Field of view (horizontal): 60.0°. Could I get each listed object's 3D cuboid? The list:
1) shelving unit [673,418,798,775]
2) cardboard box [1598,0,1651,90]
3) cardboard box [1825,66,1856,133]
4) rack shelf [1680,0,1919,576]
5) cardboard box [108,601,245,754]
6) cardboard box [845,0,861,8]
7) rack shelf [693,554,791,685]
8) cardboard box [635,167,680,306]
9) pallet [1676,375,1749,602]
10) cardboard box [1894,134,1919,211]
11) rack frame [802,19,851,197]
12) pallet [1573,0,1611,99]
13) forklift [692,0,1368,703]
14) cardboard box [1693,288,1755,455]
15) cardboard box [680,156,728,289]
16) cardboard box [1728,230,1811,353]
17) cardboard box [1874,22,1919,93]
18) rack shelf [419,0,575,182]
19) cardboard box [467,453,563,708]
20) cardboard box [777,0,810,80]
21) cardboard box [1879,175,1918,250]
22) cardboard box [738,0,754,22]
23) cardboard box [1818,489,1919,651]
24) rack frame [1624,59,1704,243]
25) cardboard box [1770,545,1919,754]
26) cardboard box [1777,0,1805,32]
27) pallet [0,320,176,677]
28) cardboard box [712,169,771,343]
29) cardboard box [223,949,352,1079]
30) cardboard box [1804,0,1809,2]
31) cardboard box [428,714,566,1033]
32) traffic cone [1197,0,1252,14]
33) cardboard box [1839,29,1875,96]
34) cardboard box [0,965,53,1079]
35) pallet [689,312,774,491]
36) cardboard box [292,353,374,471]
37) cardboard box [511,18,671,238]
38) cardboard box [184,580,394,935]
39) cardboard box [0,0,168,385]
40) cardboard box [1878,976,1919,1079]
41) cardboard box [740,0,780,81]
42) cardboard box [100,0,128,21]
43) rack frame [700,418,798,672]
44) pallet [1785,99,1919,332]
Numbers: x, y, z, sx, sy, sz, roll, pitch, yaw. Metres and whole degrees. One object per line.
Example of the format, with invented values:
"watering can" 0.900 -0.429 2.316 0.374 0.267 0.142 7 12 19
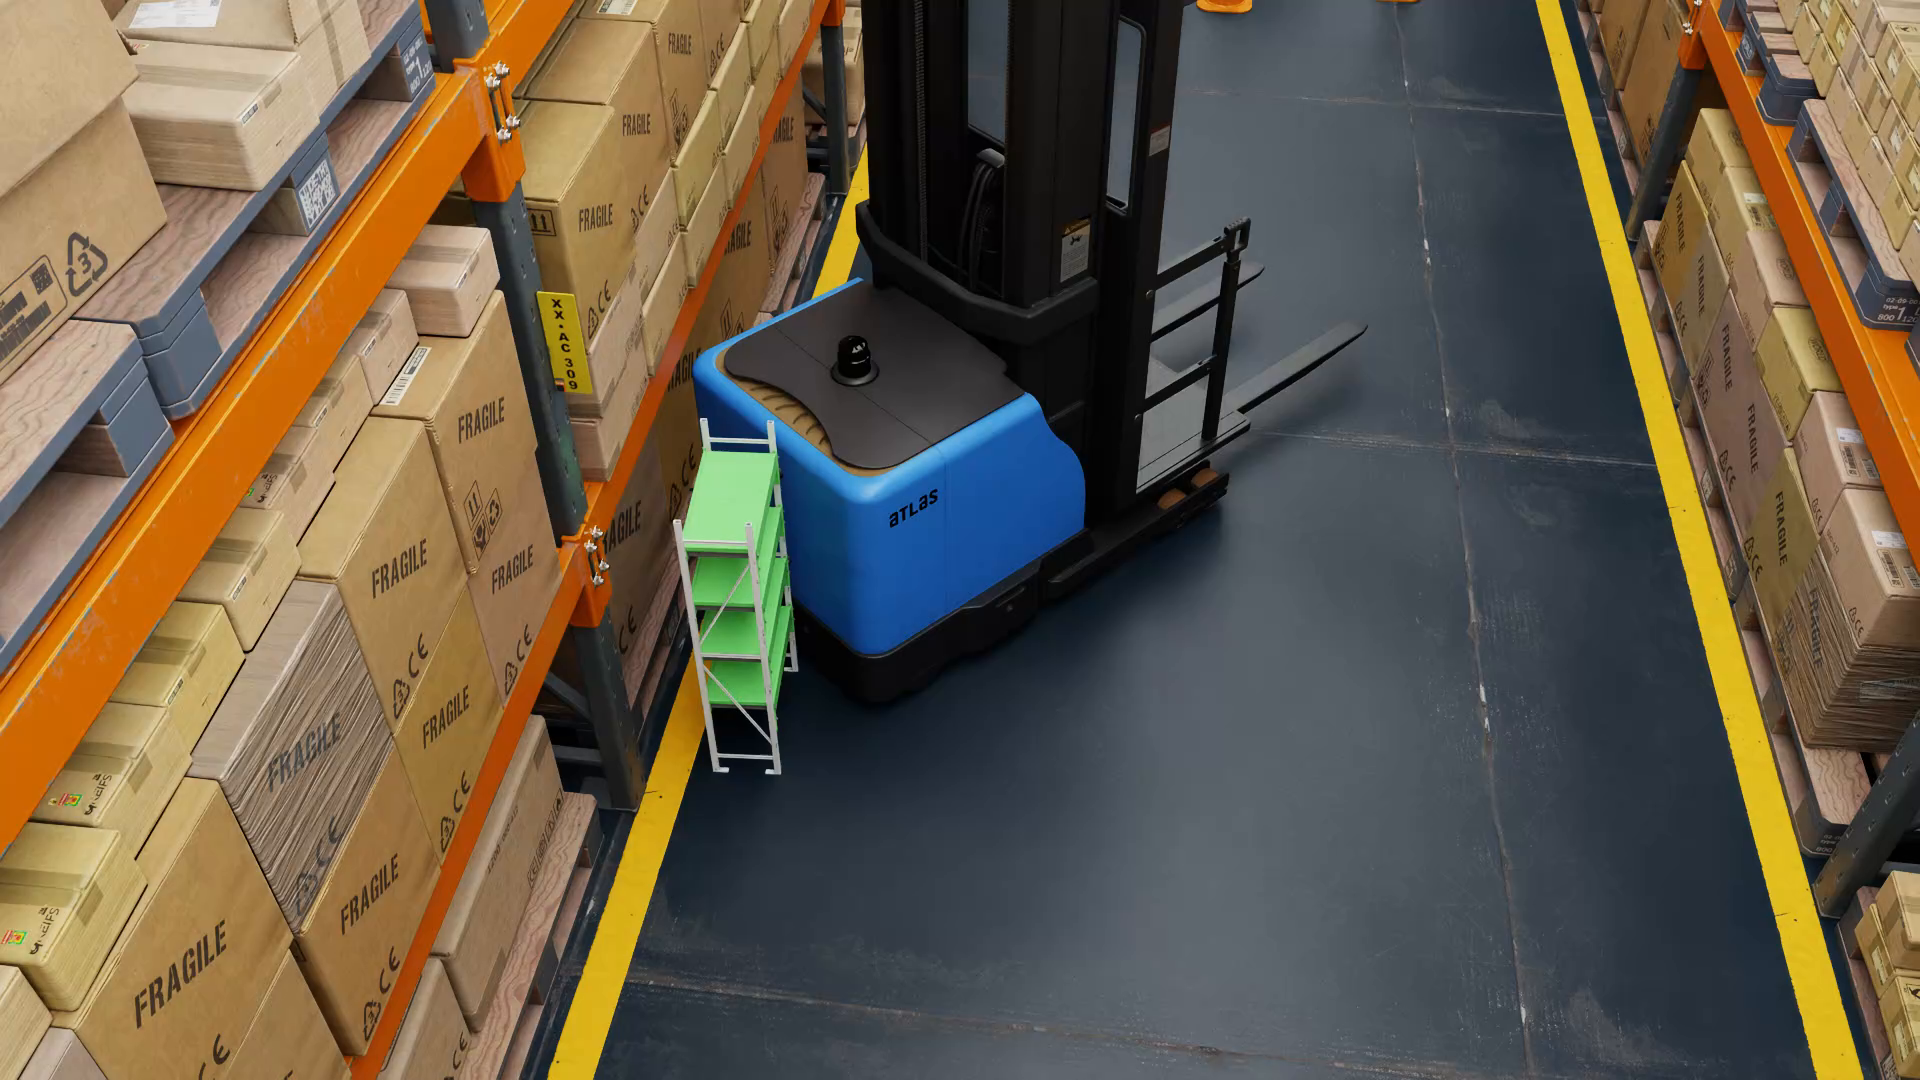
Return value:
"shelving unit" -0.739 0.216 5.649 0.258 1.200 0.503 2 43 2
"cardboard box" 4.128 -2.912 8.975 1.050 0.750 0.750 6 44 6
"cardboard box" 3.449 -1.616 6.152 0.380 0.149 0.250 7 44 7
"rack shelf" 3.582 -0.950 6.094 1.077 0.370 4.000 5 44 6
"cardboard box" -1.559 0.241 3.043 0.380 0.149 0.250 4 44 5
"cardboard box" -0.900 -3.041 9.386 0.950 0.372 0.625 4 44 5
"rack shelf" -0.739 0.263 5.693 0.258 0.148 0.480 2 43 2
"cardboard box" -1.224 -0.988 5.357 0.500 0.250 0.500 6 44 6
"pallet" 3.578 -0.200 6.807 1.003 0.211 1.213 5 44 6
"cardboard box" 3.345 -1.205 5.502 0.380 0.149 0.250 5 44 6
"rack frame" -1.074 -2.955 7.689 1.000 3.000 0.127 5 44 6
"pallet" 4.189 -2.921 9.681 1.003 0.211 1.213 5 44 6
"forklift" 0.473 -1.351 6.045 3.031 2.935 1.130 -31 52 -29
"cardboard box" 3.374 -0.667 6.785 0.500 0.500 0.500 4 44 4
"cardboard box" -1.132 -1.151 5.893 0.500 0.250 0.500 5 44 5
"cardboard box" 3.370 -0.961 6.551 0.500 0.250 0.500 6 44 6
"cardboard box" 3.421 -1.658 5.764 0.380 0.149 0.250 6 44 7
"rack shelf" -1.338 -2.420 5.466 1.077 0.370 4.000 5 44 6
"cardboard box" -1.411 0.074 4.417 0.500 0.500 0.500 6 44 6
"cardboard box" -0.935 -2.183 6.983 0.500 0.250 0.500 6 44 6
"cardboard box" 3.343 -1.086 5.592 0.380 0.149 0.250 7 44 7
"cardboard box" -1.015 -2.290 6.187 0.500 0.500 0.500 5 44 6
"cardboard box" 3.165 0.104 5.425 0.500 0.250 0.500 4 44 4
"rack frame" 3.846 -2.574 7.287 1.000 3.000 0.127 5 44 6
"cardboard box" 3.165 0.380 5.680 0.500 0.500 0.500 4 44 5
"cardboard box" 3.551 -2.166 6.733 0.380 0.149 0.250 7 44 8
"pallet" -1.885 0.100 2.346 1.003 0.211 1.213 5 44 6
"cardboard box" -1.370 -1.265 7.145 0.875 0.875 0.875 6 44 6
"cardboard box" -1.609 1.125 3.308 0.500 0.500 0.500 7 44 7
"cardboard box" 3.549 -2.247 6.602 0.380 0.149 0.250 7 44 8
"cardboard box" -1.792 0.967 5.105 0.875 0.438 0.875 5 44 5
"traffic cone" 1.632 -3.499 10.109 0.336 0.463 0.334 5 44 6
"cardboard box" 3.451 -1.723 6.049 0.380 0.149 0.250 5 44 6
"cardboard box" -1.624 0.763 2.491 0.380 0.149 0.250 6 44 6
"pallet" -1.416 -0.583 7.212 1.003 0.211 1.213 5 44 6
"cardboard box" -1.513 -0.286 3.599 0.380 0.149 0.250 5 44 6
"cardboard box" -1.220 -1.251 5.090 0.500 0.500 0.500 5 44 5
"cardboard box" -1.524 0.411 3.334 0.500 0.500 0.500 6 44 6
"cardboard box" -1.749 -0.622 2.591 0.797 0.503 0.637 8 44 9
"cardboard box" 2.916 1.435 4.821 0.380 0.149 0.250 6 44 7
"cardboard box" -0.998 -2.028 6.456 0.500 0.250 0.500 4 44 4
"cardboard box" -1.889 -1.161 3.162 0.500 0.500 0.500 6 44 6
"rack frame" -0.726 0.049 5.826 0.240 1.200 0.015 2 43 2
"pallet" 3.625 -1.151 5.924 1.003 0.211 1.213 5 44 6
